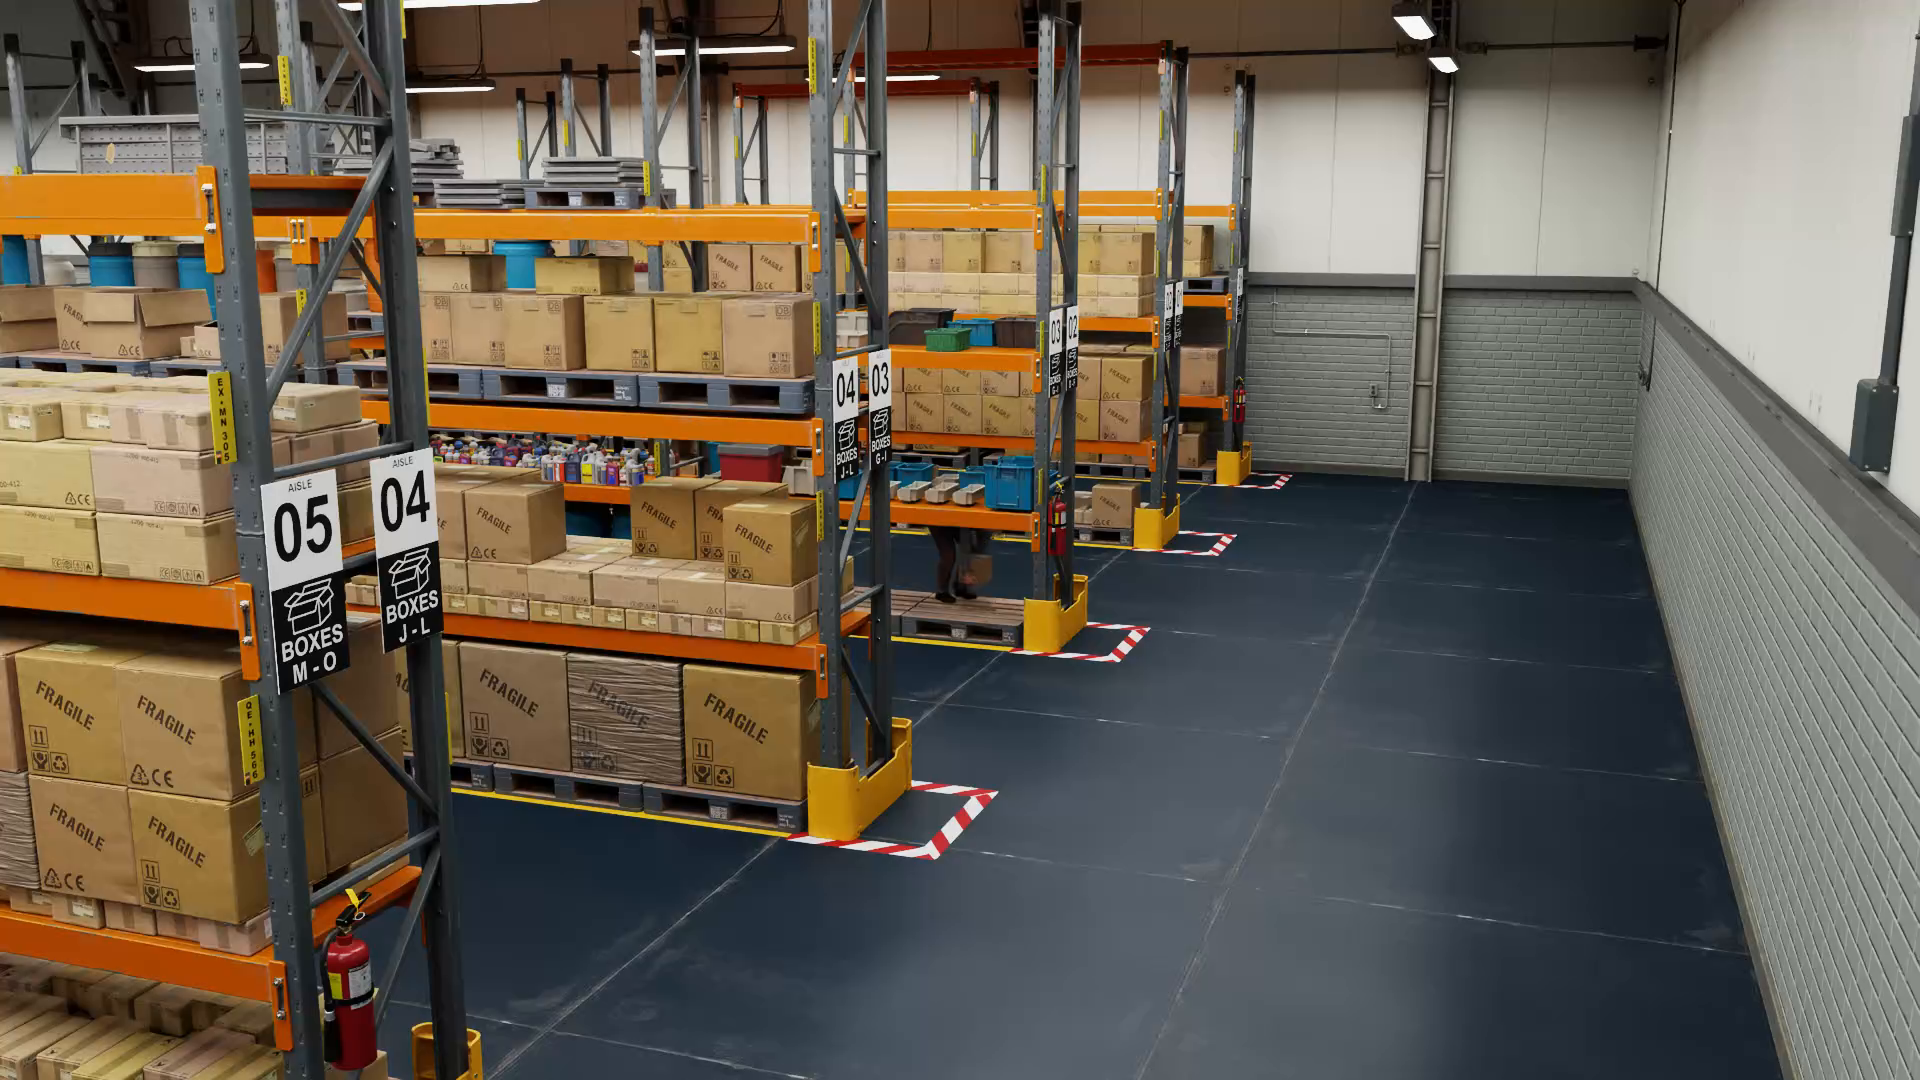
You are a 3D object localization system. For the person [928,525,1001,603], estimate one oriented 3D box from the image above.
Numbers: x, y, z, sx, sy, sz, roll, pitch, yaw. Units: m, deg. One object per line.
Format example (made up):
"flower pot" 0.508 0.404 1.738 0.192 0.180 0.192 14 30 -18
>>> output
"person" 0.074 0.094 16.694 0.473 1.097 0.960 -10 15 -40
